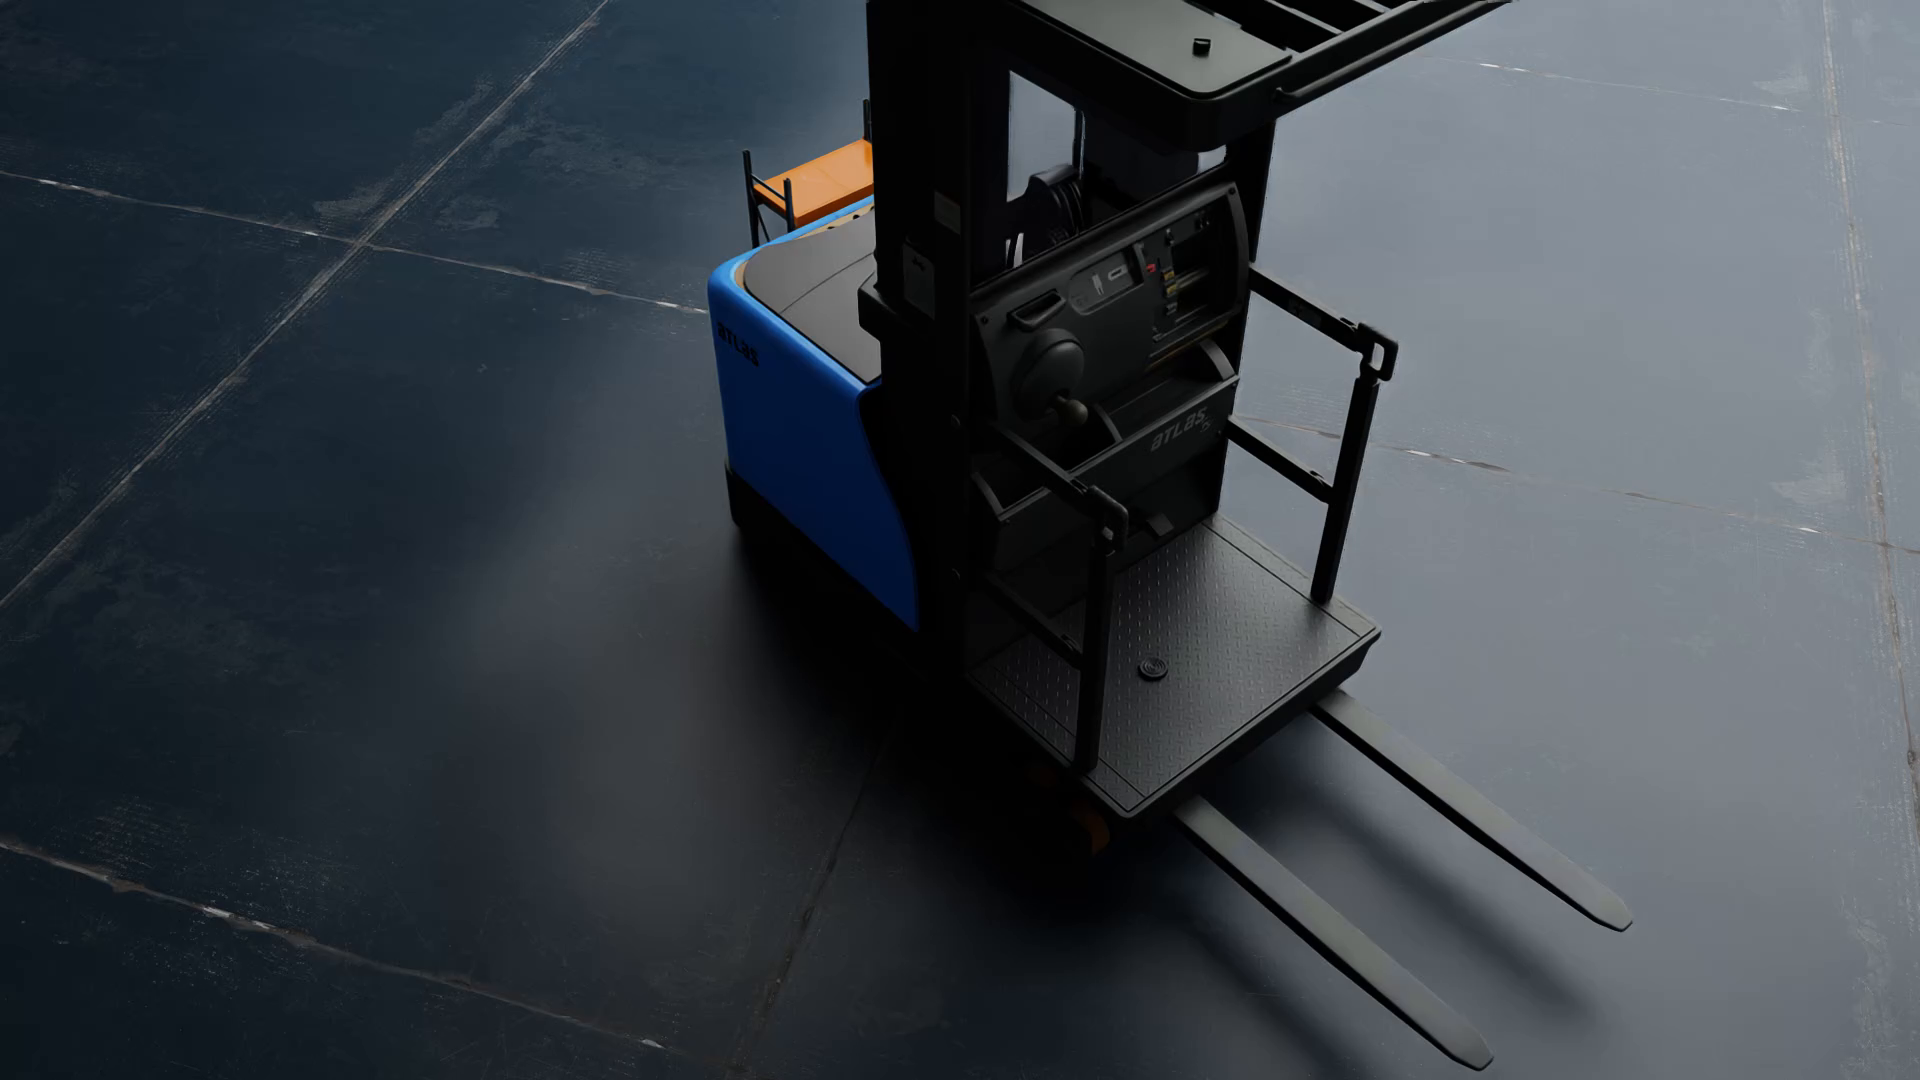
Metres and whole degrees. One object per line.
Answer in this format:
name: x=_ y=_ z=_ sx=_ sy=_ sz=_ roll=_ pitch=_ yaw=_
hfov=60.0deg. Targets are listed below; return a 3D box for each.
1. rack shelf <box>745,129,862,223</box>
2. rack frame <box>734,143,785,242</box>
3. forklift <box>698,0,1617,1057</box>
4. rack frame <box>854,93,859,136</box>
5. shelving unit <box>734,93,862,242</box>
rack shelf: x=-0.458 y=-1.172 z=5.528 sx=0.480 sy=0.148 sz=0.258 roll=-31 pitch=52 yaw=-28
rack frame: x=-0.643 y=-0.780 z=5.689 sx=0.015 sy=1.200 sz=0.240 roll=-31 pitch=52 yaw=-28
forklift: x=0.517 y=-0.562 z=4.229 sx=1.130 sy=2.935 sz=3.031 roll=-31 pitch=52 yaw=-28
rack frame: x=-0.272 y=-1.002 z=5.916 sx=0.015 sy=1.200 sz=0.240 roll=-31 pitch=52 yaw=-28
shelving unit: x=-0.457 y=-0.891 z=5.803 sx=0.503 sy=1.200 sz=0.258 roll=-31 pitch=52 yaw=-28
